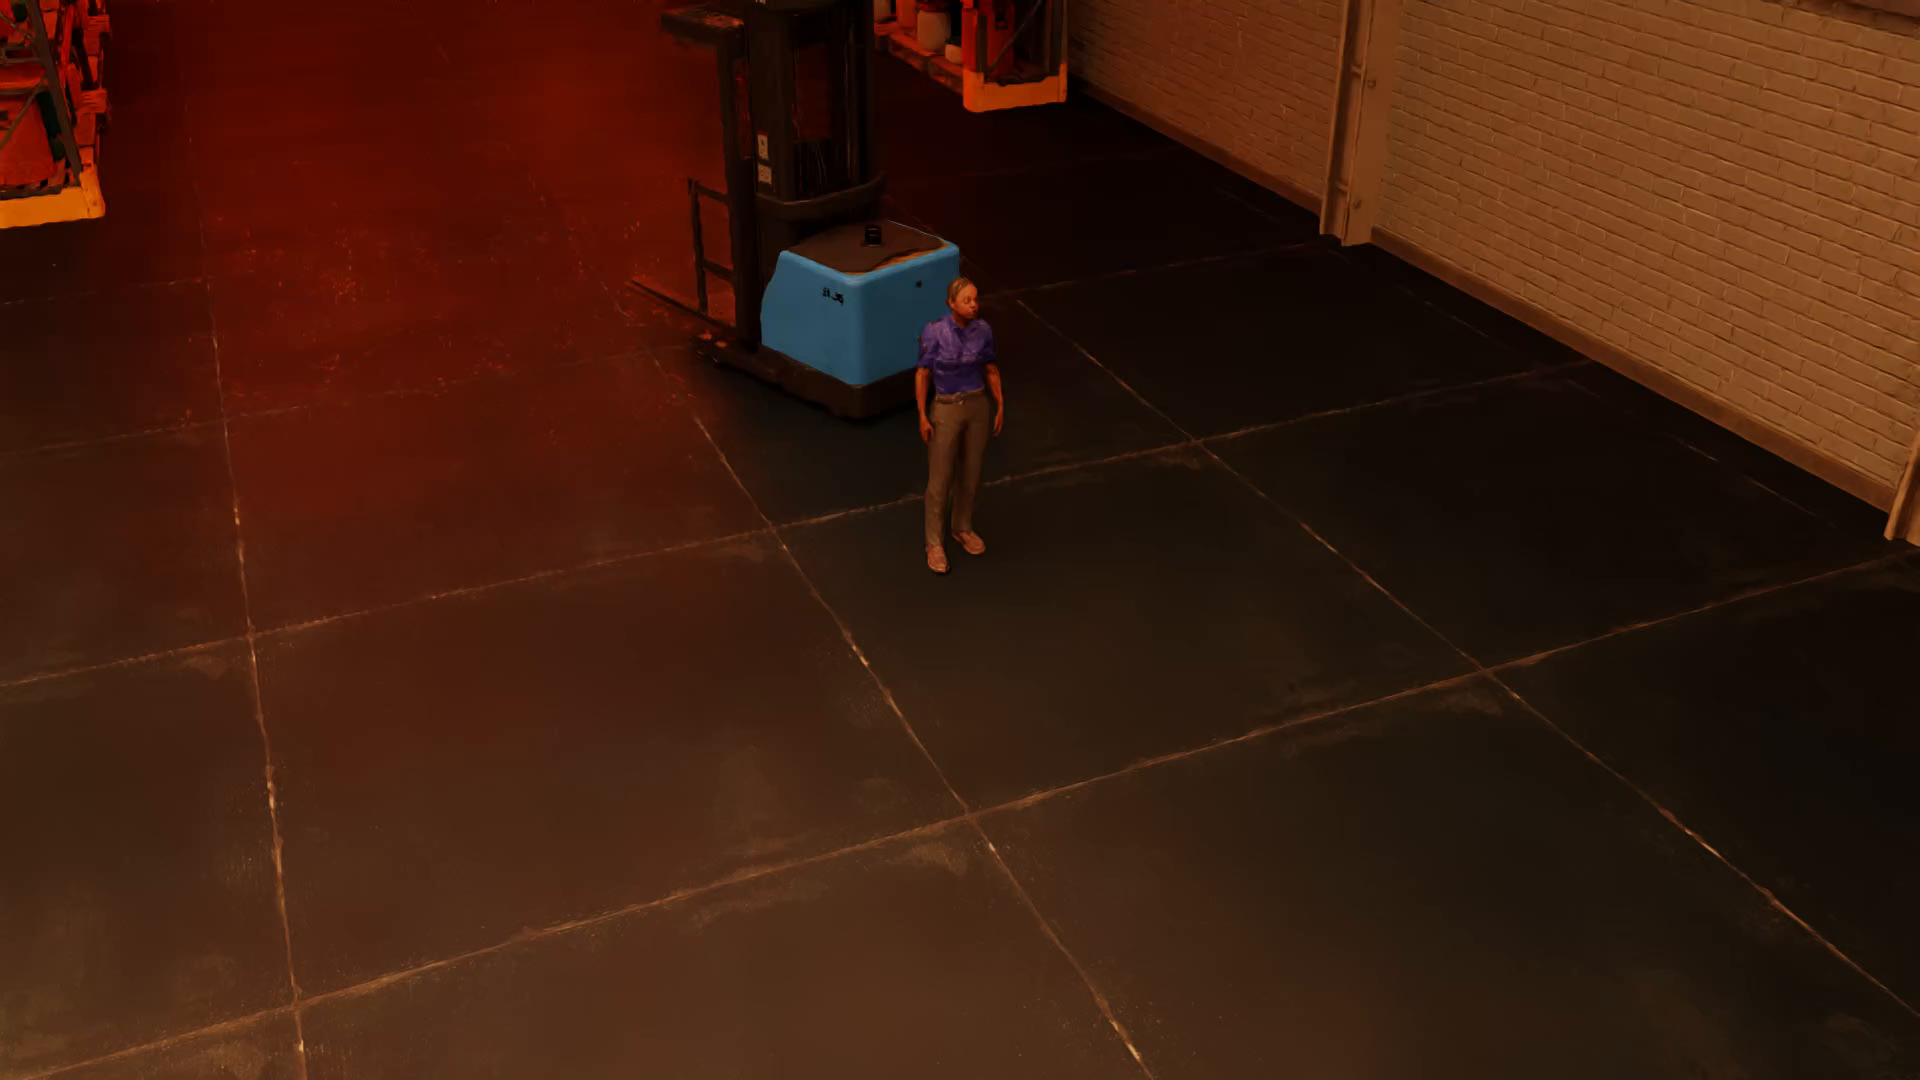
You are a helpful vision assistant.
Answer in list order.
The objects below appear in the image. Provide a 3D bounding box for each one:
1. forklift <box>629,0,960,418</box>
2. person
[{"bbox_3d":[-1.362,-2.745,11.921,1.130,2.935,3.031,-25,38,-37],"label":"forklift"},{"bbox_3d":[0.017,-0.681,9.582,0.570,1.654,0.503,-12,32,-20],"label":"person"}]
